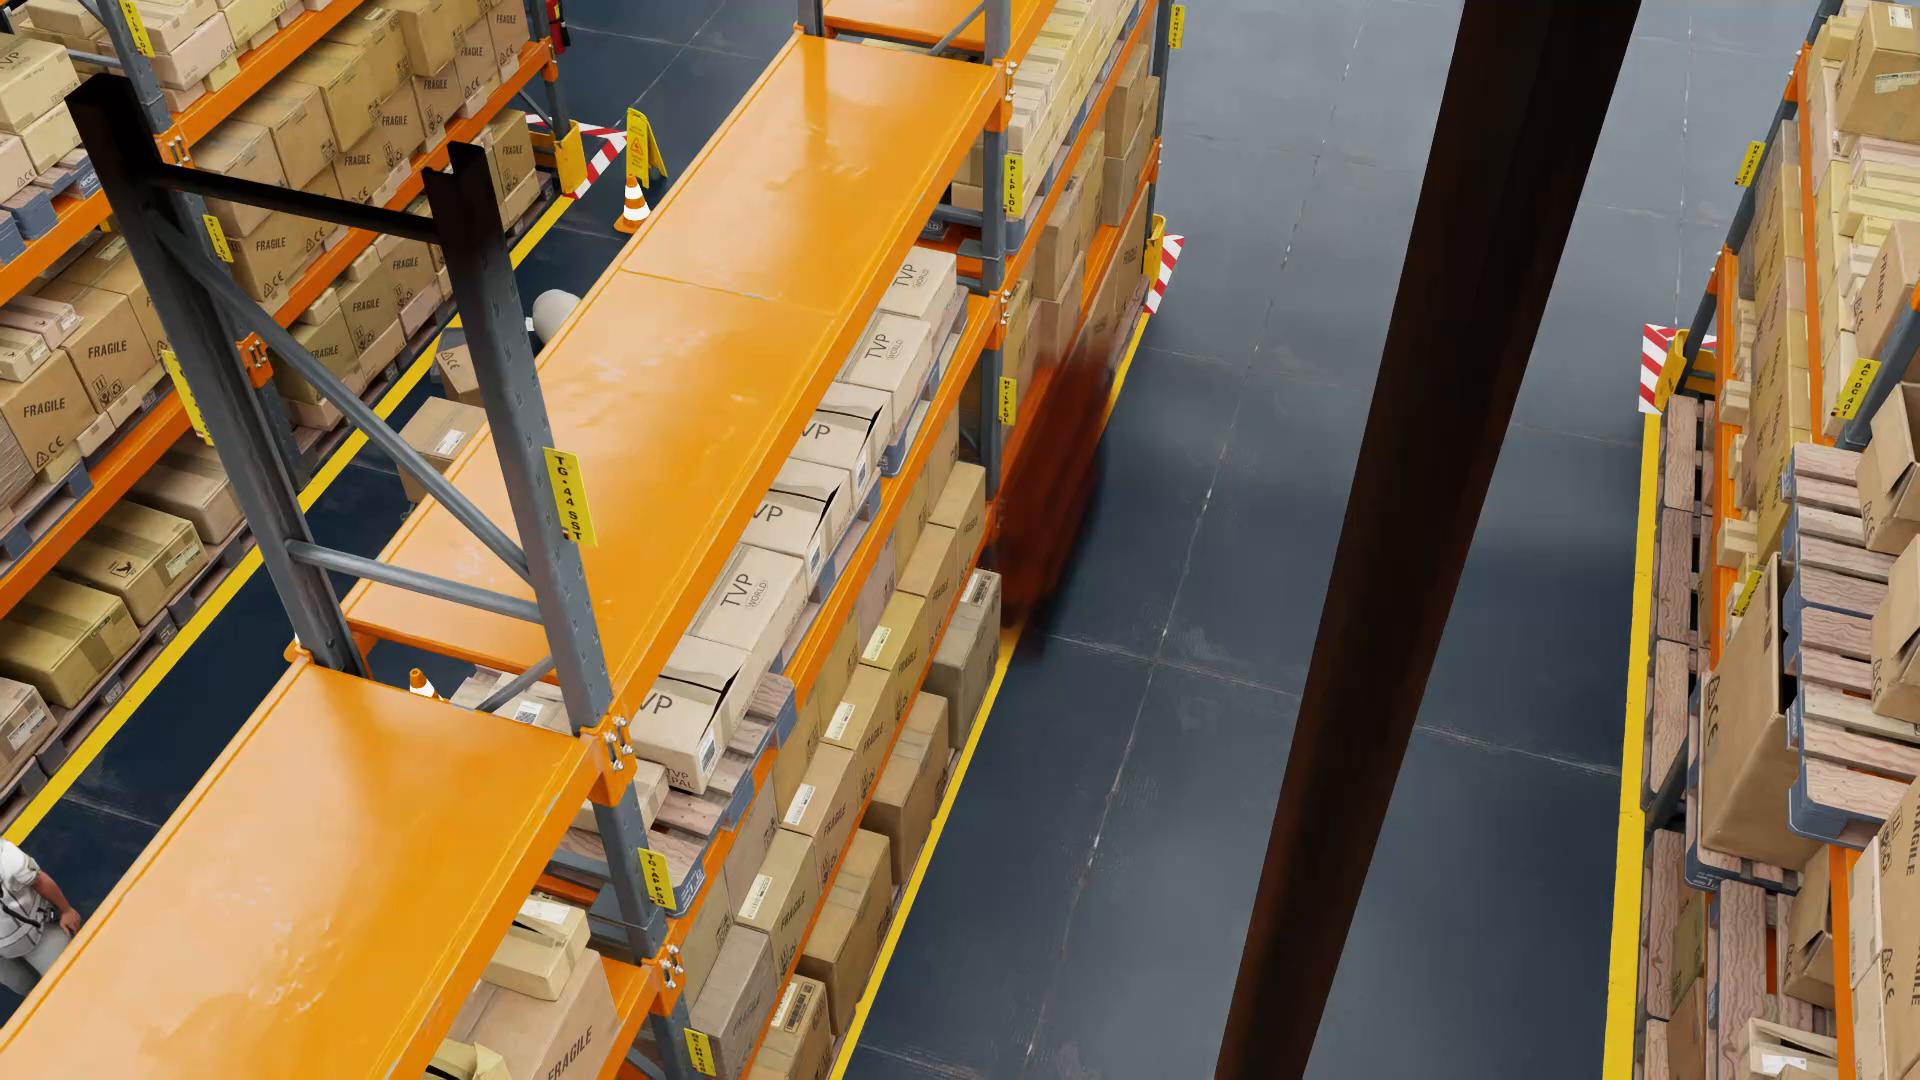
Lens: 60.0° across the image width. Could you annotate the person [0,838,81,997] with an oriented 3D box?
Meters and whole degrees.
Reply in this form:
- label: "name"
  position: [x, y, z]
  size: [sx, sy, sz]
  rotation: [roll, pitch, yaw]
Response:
- label: "person"
  position: [-4.616, 1.868, 8.081]
  size: [0.588, 1.758, 0.481]
  rotation: [-11, 47, -11]
